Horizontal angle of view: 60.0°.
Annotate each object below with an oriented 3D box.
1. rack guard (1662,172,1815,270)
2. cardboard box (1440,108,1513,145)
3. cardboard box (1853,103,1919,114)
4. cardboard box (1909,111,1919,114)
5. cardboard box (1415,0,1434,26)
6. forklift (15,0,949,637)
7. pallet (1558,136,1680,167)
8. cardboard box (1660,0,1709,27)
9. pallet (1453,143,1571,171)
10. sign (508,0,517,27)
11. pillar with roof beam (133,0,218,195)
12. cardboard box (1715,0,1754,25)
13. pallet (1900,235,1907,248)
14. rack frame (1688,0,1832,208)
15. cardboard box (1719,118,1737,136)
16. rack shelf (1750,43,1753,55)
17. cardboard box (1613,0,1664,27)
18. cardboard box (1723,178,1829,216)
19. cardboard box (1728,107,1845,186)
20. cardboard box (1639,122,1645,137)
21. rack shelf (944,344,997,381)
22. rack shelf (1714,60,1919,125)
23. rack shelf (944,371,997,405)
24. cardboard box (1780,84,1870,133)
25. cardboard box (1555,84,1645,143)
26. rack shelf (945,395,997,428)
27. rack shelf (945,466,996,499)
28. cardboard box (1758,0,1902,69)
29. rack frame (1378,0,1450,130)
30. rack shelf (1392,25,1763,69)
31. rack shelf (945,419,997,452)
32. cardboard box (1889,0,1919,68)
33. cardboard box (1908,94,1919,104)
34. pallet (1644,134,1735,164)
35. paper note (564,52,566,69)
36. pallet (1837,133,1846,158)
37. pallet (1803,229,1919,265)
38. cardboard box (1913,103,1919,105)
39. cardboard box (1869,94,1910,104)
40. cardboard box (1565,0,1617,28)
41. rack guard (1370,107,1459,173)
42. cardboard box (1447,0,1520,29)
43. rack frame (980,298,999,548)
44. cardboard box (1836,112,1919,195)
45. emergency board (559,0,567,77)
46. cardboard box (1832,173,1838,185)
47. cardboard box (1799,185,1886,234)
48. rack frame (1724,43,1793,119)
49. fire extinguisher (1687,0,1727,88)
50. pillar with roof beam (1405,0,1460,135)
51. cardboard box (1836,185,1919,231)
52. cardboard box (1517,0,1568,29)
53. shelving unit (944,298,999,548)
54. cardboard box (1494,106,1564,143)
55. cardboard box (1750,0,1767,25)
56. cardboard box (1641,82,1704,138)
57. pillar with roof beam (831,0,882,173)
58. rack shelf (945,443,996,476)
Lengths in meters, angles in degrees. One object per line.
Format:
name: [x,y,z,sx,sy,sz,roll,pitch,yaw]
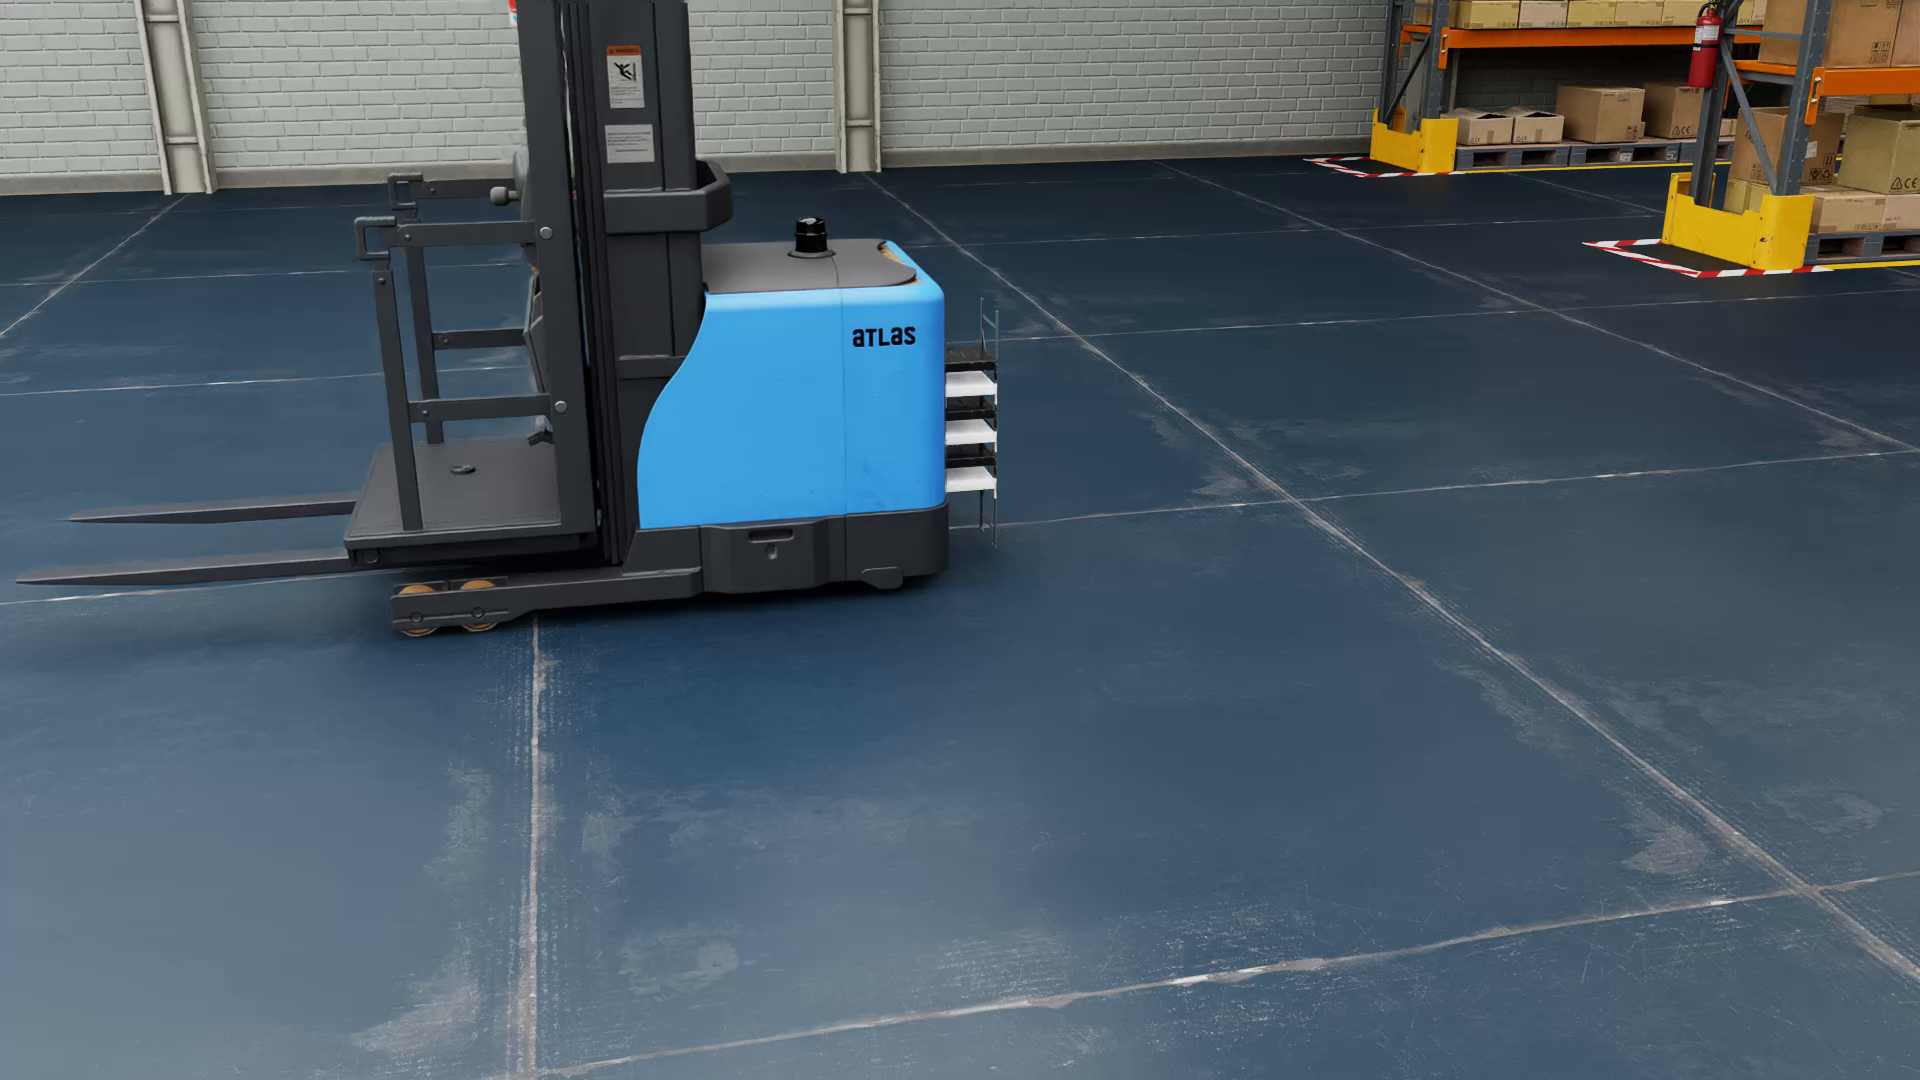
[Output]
rack guard: [5.497,-2.275,11.799,0.348,0.500,1.175,-5,21,-12]
cardboard box: [5.071,-4.077,16.354,0.500,0.311,0.500,-7,21,-19]
cardboard box: [6.944,-2.935,12.263,0.500,0.500,0.500,-5,21,-12]
cardboard box: [7.063,-2.761,11.788,0.500,0.500,0.500,-5,21,-12]
cardboard box: [4.787,-5.150,16.201,0.500,0.250,0.500,-4,21,-12]
forklift: [-1.611,-1.258,5.489,3.031,2.935,1.130,-4,21,-12]
pallet: [6.434,-3.953,16.800,1.213,0.211,1.003,-5,21,-12]
cardboard box: [6.906,-5.144,16.184,0.500,0.250,0.500,-5,21,-13]
pallet: [5.249,-3.858,16.539,1.213,0.211,1.003,-5,21,-12]
sign: [-3.956,-4.803,15.015,0.234,0.329,0.001,-5,21,-12]
pillar with roof beam: [-5.828,-5.880,9.283,0.400,9.000,9.100,-5,21,-12]
cardboard box: [7.391,-5.189,16.307,0.500,0.250,0.500,-5,21,-12]
pallet: [7.440,-2.311,12.318,1.213,0.211,1.003,-5,21,-12]
rack frame: [5.520,-3.451,11.374,0.127,3.000,1.000,-5,21,-12]
cardboard box: [7.756,-4.249,17.033,0.250,0.166,0.380,-7,21,-20]
rack shelf: [10.216,-5.246,17.320,4.000,0.370,1.077,-5,21,-12]
cardboard box: [6.416,-5.104,16.075,0.500,0.250,0.500,-4,21,-12]
cardboard box: [5.974,-2.498,12.161,0.500,0.250,0.500,-5,21,-12]
cardboard box: [5.974,-2.851,12.034,0.500,0.500,0.500,-5,21,-12]
cardboard box: [6.708,-4.173,16.852,0.250,0.149,0.380,-6,21,-17]
rack shelf: [0.008,-0.645,6.080,0.200,0.077,0.258,-5,21,-12]
rack shelf: [7.467,-3.271,11.930,4.000,0.370,1.077,-5,21,-12]
rack shelf: [0.008,-0.561,6.111,0.200,0.077,0.258,-5,21,-12]
cardboard box: [8.982,-4.522,17.293,0.500,0.500,0.700,-4,20,-11]
cardboard box: [6.351,-4.253,16.558,0.500,0.500,0.700,-6,21,-16]
rack shelf: [0.008,-0.476,6.142,0.200,0.077,0.258,-5,21,-12]
rack shelf: [0.008,-0.223,6.235,0.200,0.077,0.258,-5,21,-12]
cardboard box: [5.978,-3.530,11.446,0.500,0.500,0.700,-5,21,-12]
rack frame: [4.377,-5.109,15.900,0.127,3.000,1.000,-5,21,-12]
rack shelf: [6.323,-4.929,16.456,4.000,0.370,1.077,-5,21,-12]
rack shelf: [0.008,-0.392,6.173,0.200,0.077,0.258,-5,21,-12]
cardboard box: [6.488,-3.574,11.564,0.500,0.500,0.700,-4,21,-11]
cardboard box: [9.979,-4.607,17.524,0.500,0.500,0.700,-4,21,-12]
pallet: [7.624,-4.051,17.067,1.213,0.211,1.003,-5,21,-12]
paper note: [-3.582,-4.391,15.223,0.142,0.148,0.016,-5,21,-12]
pallet: [9.027,-4.178,17.414,1.213,0.211,1.003,-5,21,-12]
pallet: [6.255,-2.216,12.057,1.213,0.211,1.003,-5,21,-12]
cardboard box: [7.430,-2.974,12.370,0.500,0.500,0.500,-5,21,-12]
cardboard box: [9.473,-4.580,17.450,0.500,0.500,0.700,-5,21,-14]
cardboard box: [5.924,-5.064,15.968,0.500,0.250,0.500,-5,21,-13]
rack guard: [4.451,-3.941,16.346,0.348,0.500,1.175,-5,21,-12]
cardboard box: [4.925,-4.980,15.738,0.500,0.250,0.500,-5,21,-14]
rack frame: [0.107,-0.431,6.184,0.006,0.900,0.240,-5,21,-12]
cardboard box: [6.580,-2.717,11.668,0.500,0.500,0.500,-5,21,-12]
emergency board: [-3.394,-4.796,15.046,0.643,1.169,0.194,-5,21,-12]
cardboard box: [6.458,-2.542,12.280,0.500,0.250,0.500,-5,21,-12]
cardboard box: [6.093,-2.325,11.688,0.500,0.250,0.500,-5,21,-12]
rack frame: [8.269,-5.425,16.764,0.127,3.000,1.000,-5,21,-12]
fire extinguisher: [5.298,-3.561,11.786,0.183,0.674,0.296,-5,21,-12]
pillar with roof beam: [5.850,-6.830,11.876,0.400,9.000,9.100,-5,21,-12]
cardboard box: [6.579,-2.366,11.799,0.500,0.250,0.500,-5,21,-12]
cardboard box: [5.427,-5.026,15.863,0.500,0.250,0.500,-5,21,-14]
shelving unit: [0.008,-0.423,6.162,0.210,0.900,0.258,-5,21,-12]
cardboard box: [5.626,-4.123,16.477,0.500,0.311,0.500,-3,20,-8]
cardboard box: [7.878,-5.225,16.407,0.500,0.250,0.500,-5,21,-12]
cardboard box: [7.269,-4.363,16.858,0.500,0.500,0.500,-6,21,-17]
pillar with roof beam: [0.011,-6.355,10.580,0.400,9.000,9.100,-5,21,-12]
rack shelf: [0.008,-0.307,6.204,0.200,0.077,0.258,-5,21,-12]
